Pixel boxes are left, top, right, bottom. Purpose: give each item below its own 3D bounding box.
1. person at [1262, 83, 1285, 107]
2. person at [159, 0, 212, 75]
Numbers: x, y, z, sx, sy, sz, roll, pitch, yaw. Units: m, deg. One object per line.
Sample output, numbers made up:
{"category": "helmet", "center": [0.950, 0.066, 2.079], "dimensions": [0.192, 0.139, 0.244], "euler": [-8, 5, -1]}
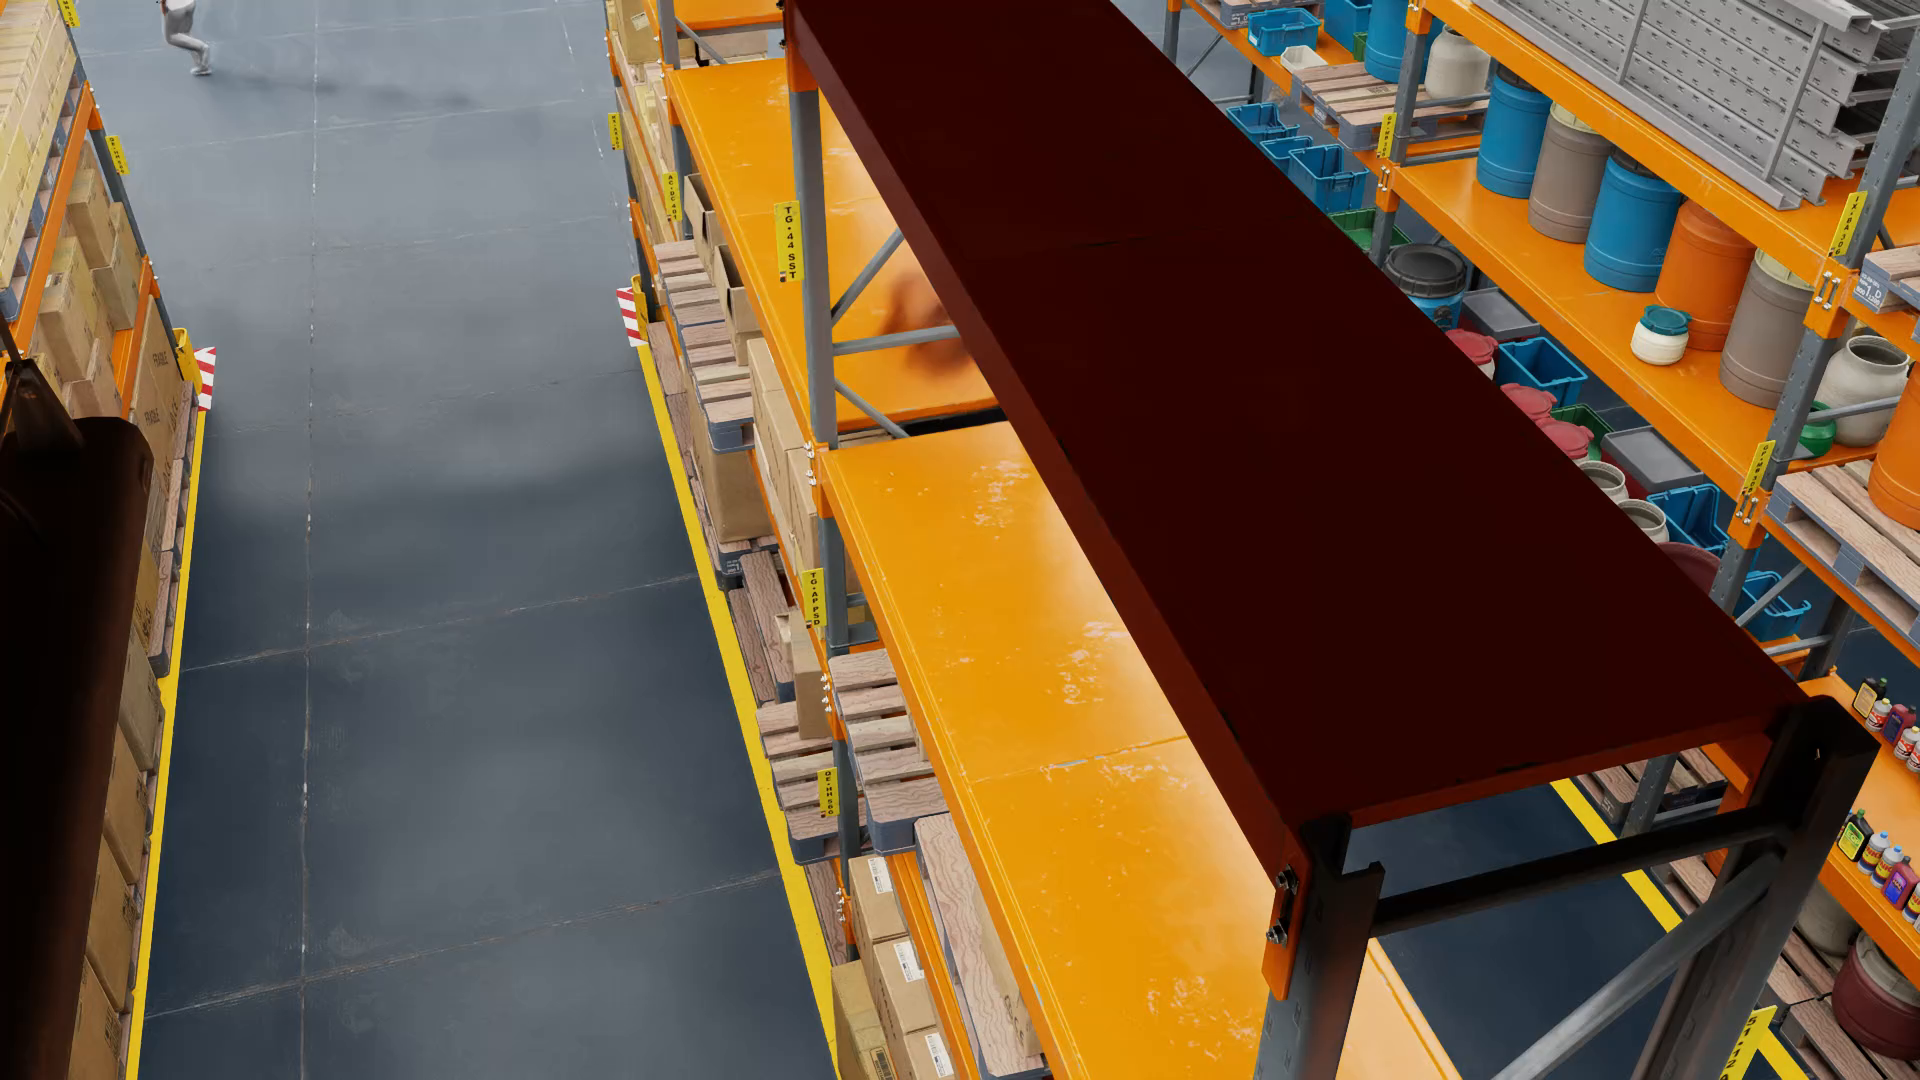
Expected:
{"category": "person", "center": [3.865, -5.620, 18.545], "dimensions": [0.969, 1.742, 0.672], "euler": [6, 39, 8]}
{"category": "person", "center": [-9.117, -6.212, 19.351], "dimensions": [0.631, 1.659, 0.589], "euler": [12, 40, 15]}
